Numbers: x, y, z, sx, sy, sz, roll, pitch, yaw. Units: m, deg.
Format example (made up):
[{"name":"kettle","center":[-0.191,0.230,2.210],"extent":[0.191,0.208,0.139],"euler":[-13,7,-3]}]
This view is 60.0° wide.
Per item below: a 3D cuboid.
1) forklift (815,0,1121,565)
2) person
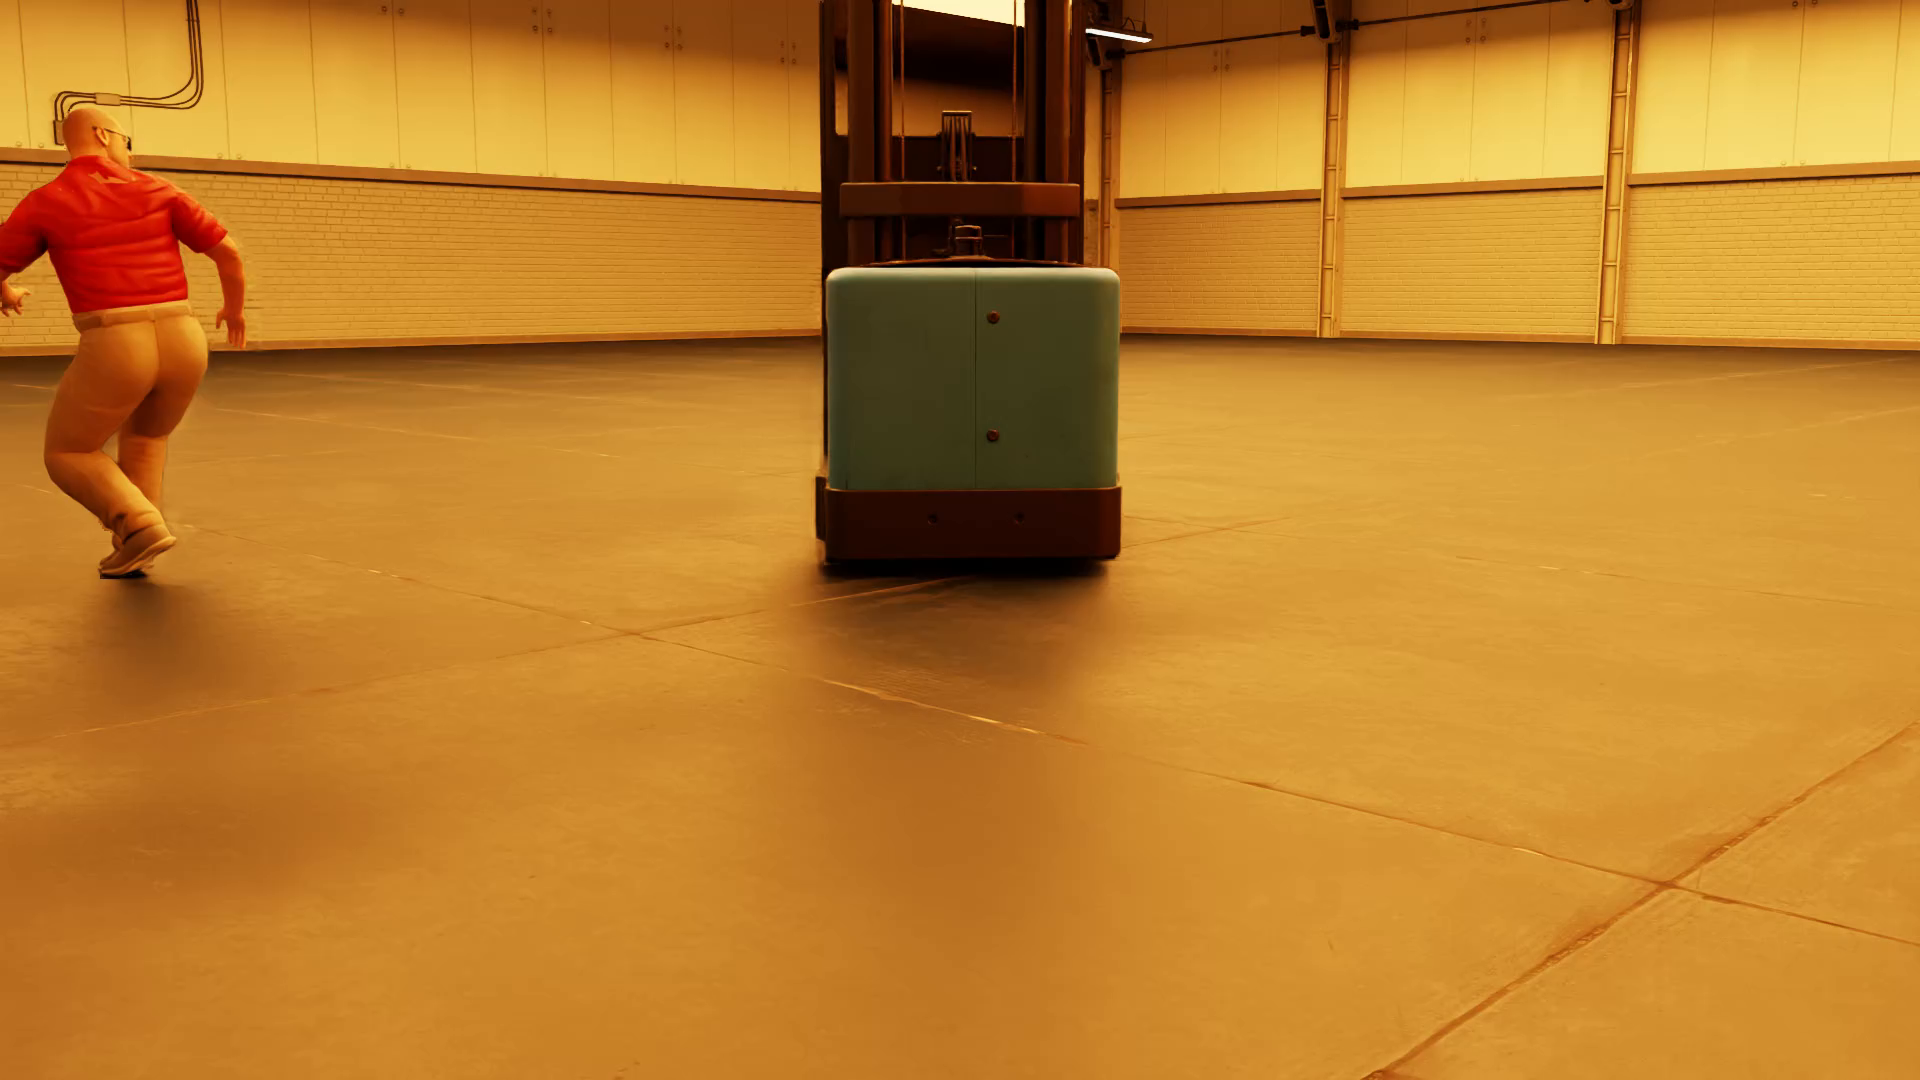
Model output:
[{"name":"forklift","center":[-0.049,-1.540,7.102],"extent":[1.130,2.935,3.031],"euler":[-1,9,-4]},{"name":"person","center":[-2.924,-0.676,5.810],"extent":[0.829,1.613,0.862],"euler":[8,12,43]}]
